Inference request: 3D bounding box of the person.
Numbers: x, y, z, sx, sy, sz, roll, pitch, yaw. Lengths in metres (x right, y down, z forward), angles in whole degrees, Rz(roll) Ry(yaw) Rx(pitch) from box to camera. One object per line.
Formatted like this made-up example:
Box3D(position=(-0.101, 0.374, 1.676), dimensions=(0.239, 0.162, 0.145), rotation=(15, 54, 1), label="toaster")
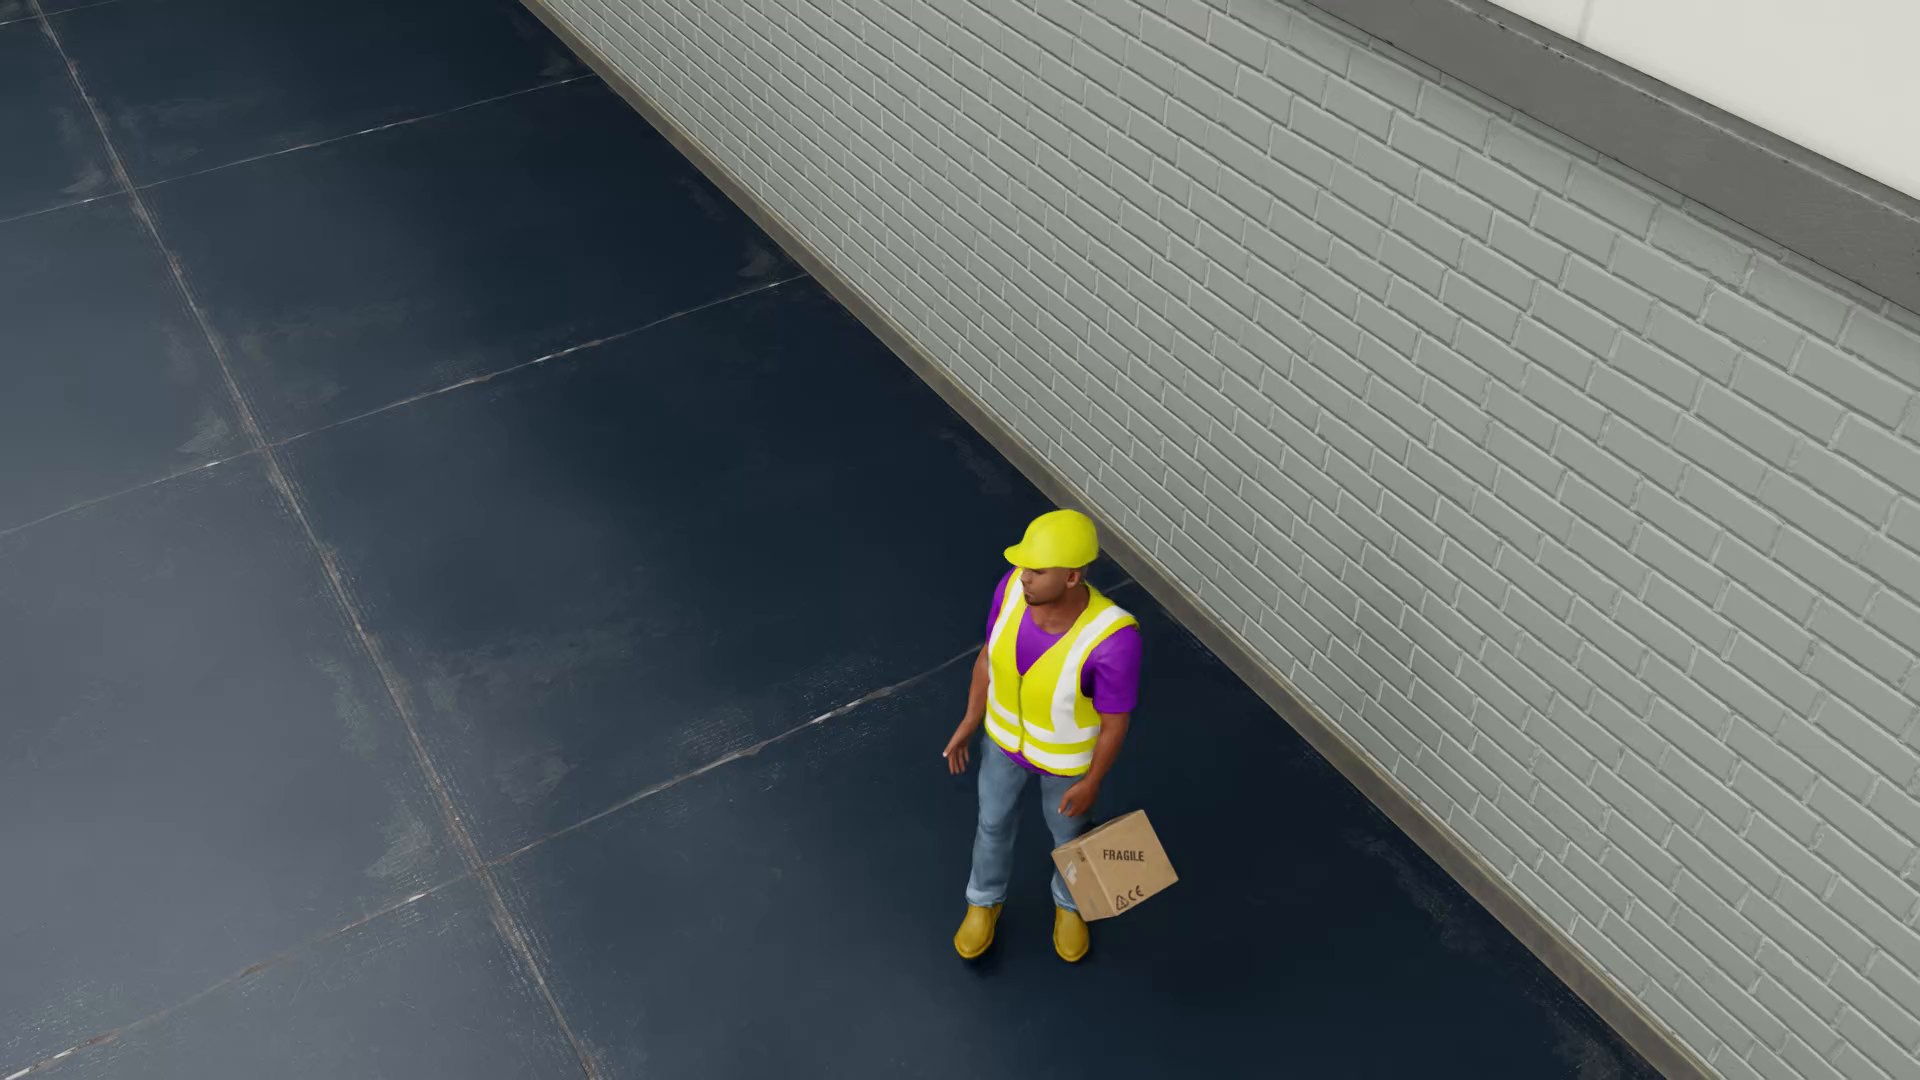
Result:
Box3D(position=(0.247, 0.690, 5.300), dimensions=(0.568, 1.767, 0.556), rotation=(25, 46, 26), label="person")
